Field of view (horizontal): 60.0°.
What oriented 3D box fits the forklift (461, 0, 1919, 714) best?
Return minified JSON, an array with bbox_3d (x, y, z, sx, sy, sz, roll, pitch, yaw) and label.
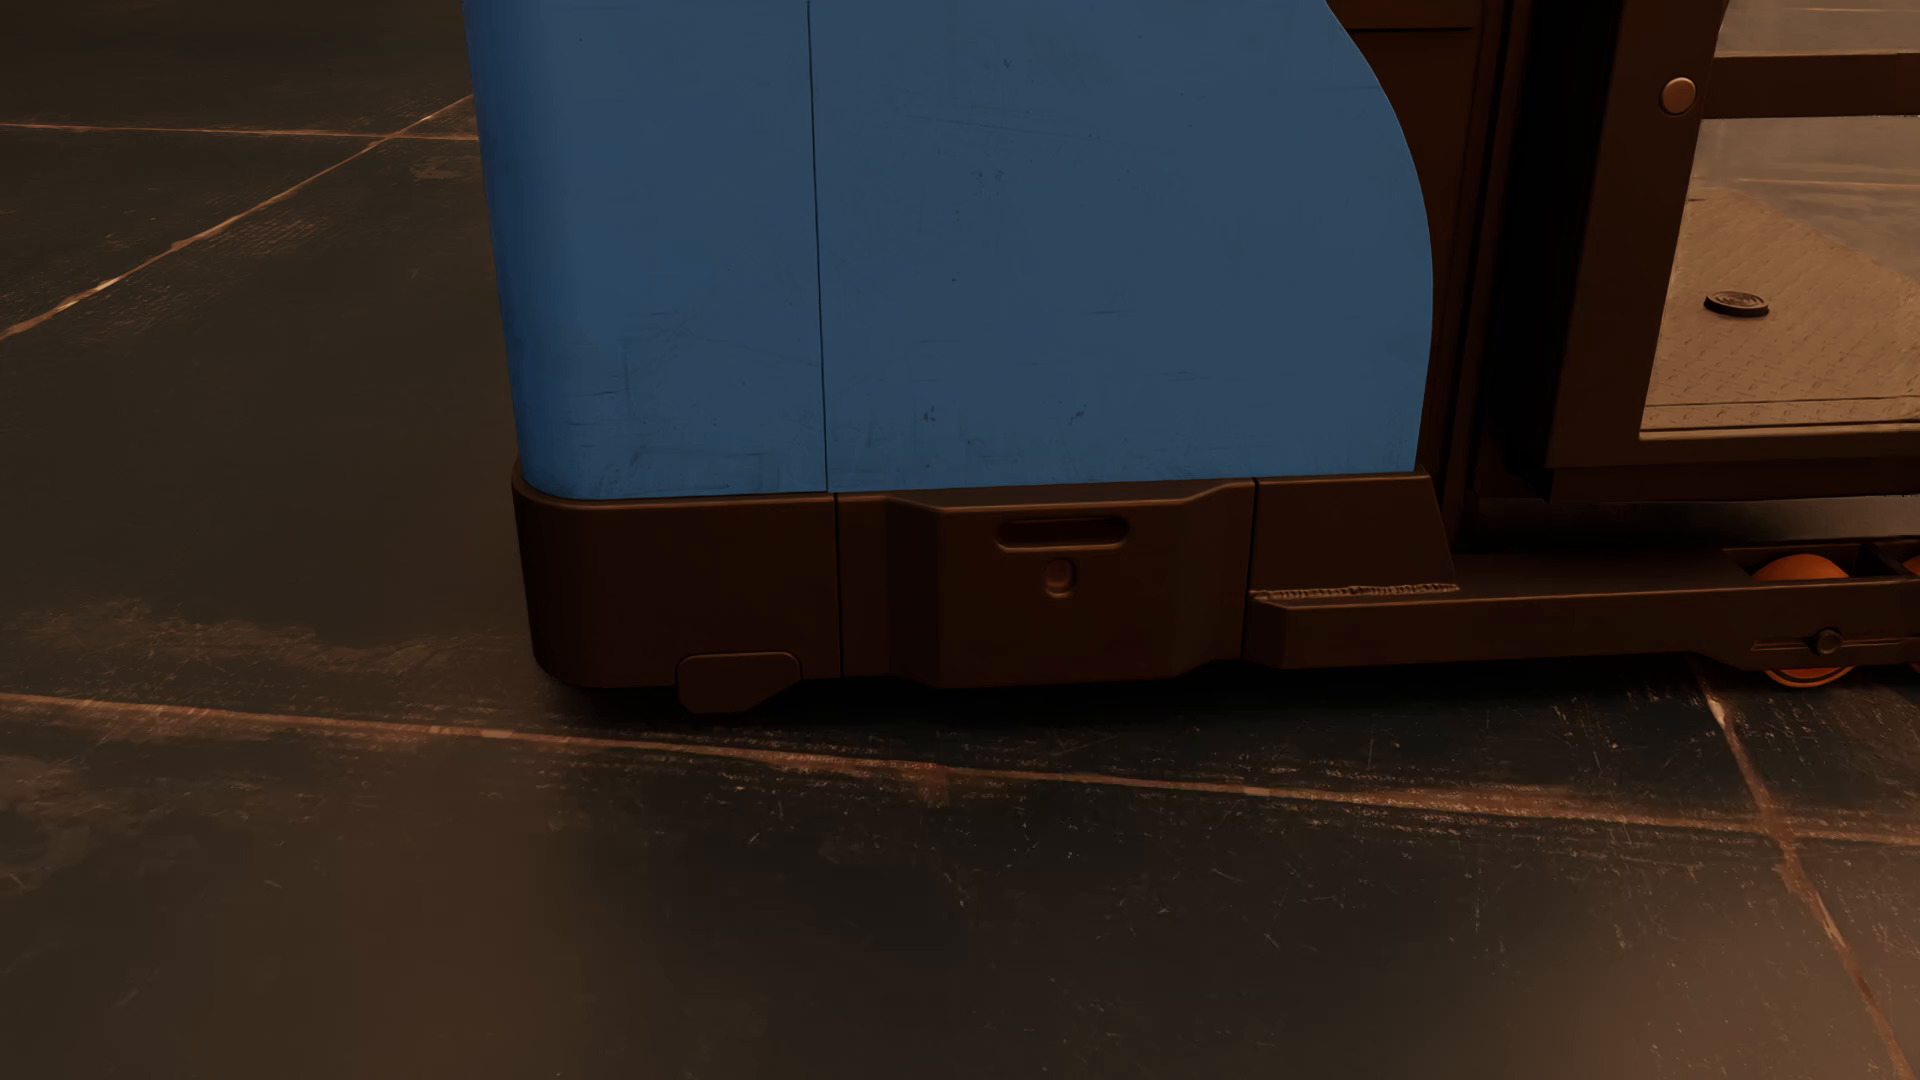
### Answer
[{"bbox_3d":[0.944,-1.358,1.938,3.031,2.935,1.130,-2,27,-4],"label":"forklift"}]
